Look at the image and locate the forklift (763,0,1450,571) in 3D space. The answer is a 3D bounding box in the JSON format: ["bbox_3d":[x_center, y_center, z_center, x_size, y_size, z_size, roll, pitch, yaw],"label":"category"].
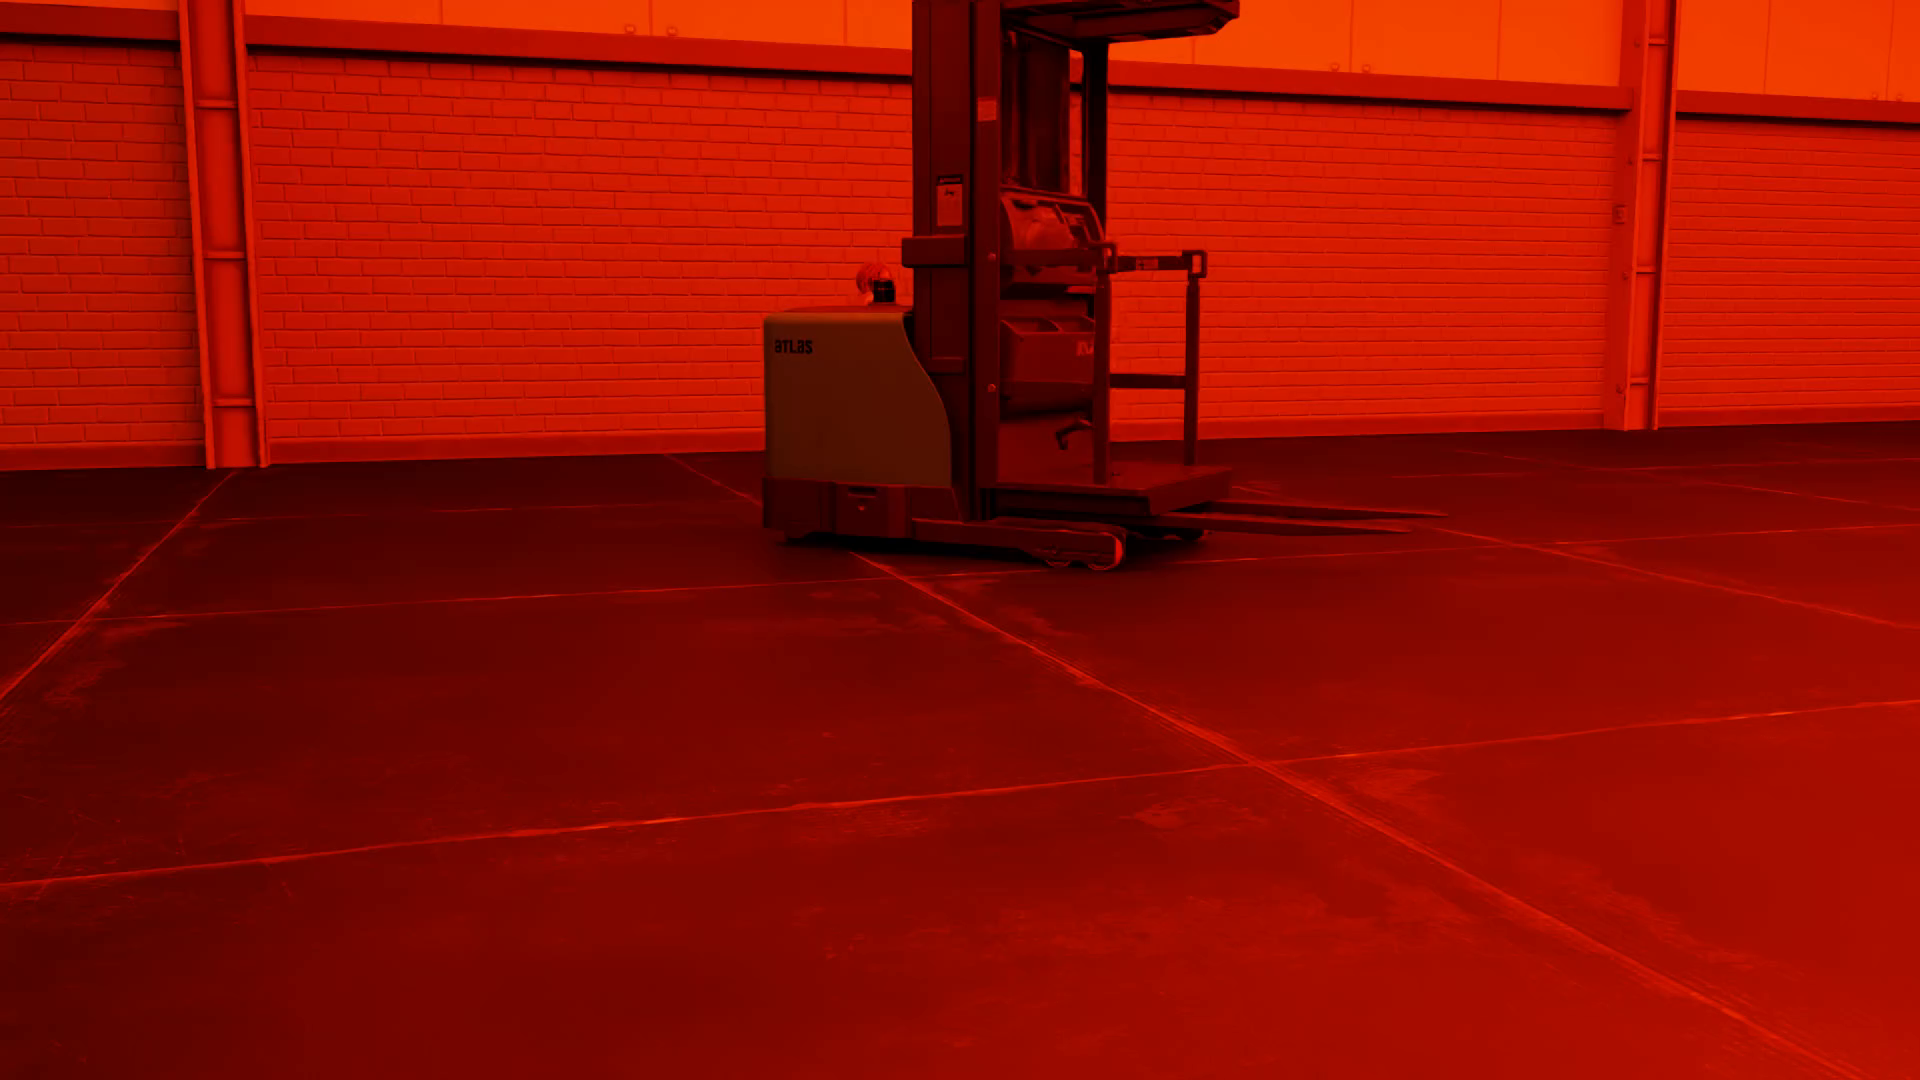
[{"bbox_3d":[0.605,-1.403,7.361,3.031,2.935,1.130,4,9,30],"label":"forklift"}]

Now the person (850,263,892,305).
[{"bbox_3d":[-0.457,-1.009,10.172,0.661,1.361,0.623,7,10,41],"label":"person"}]
